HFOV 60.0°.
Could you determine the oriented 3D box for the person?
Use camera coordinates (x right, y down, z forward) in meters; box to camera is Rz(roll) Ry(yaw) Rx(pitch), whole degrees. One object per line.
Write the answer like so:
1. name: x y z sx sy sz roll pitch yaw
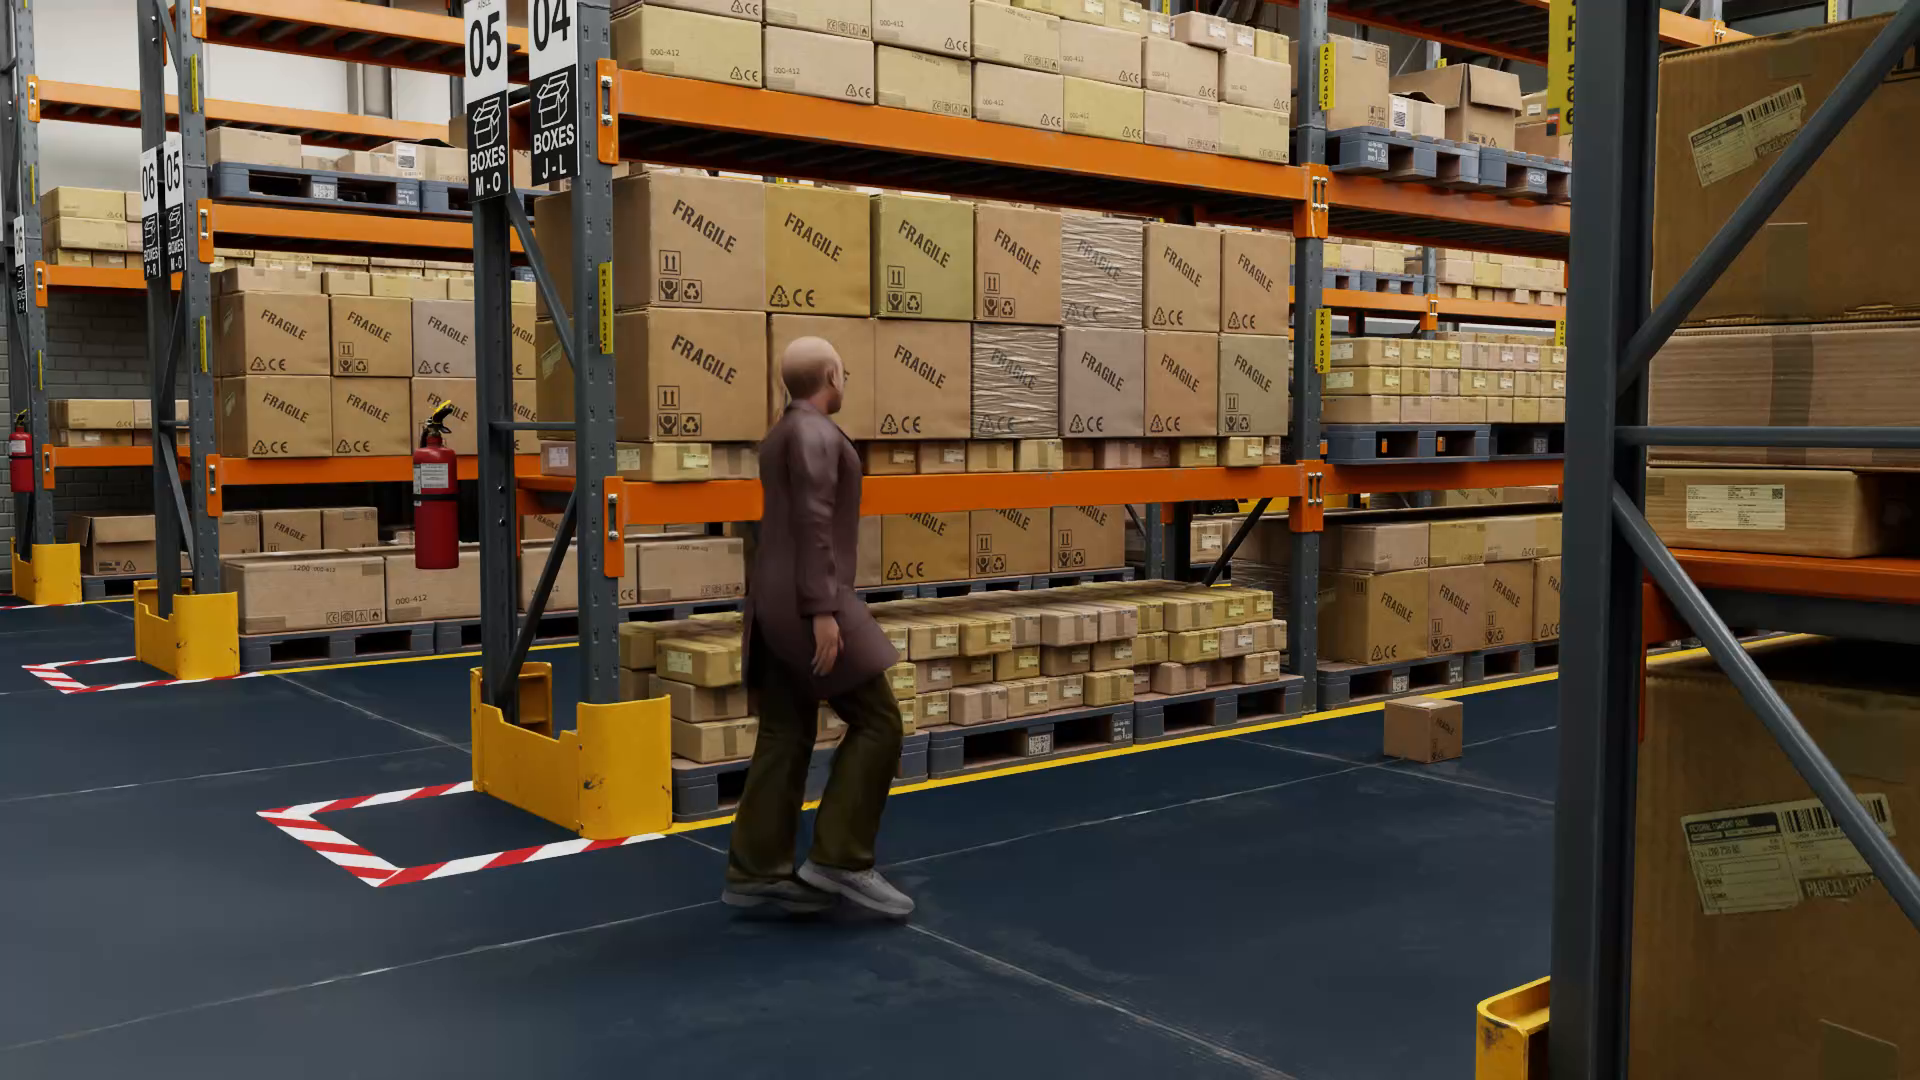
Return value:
1. person: -0.487 0.254 5.165 0.546 1.773 0.648 -2 5 -24
